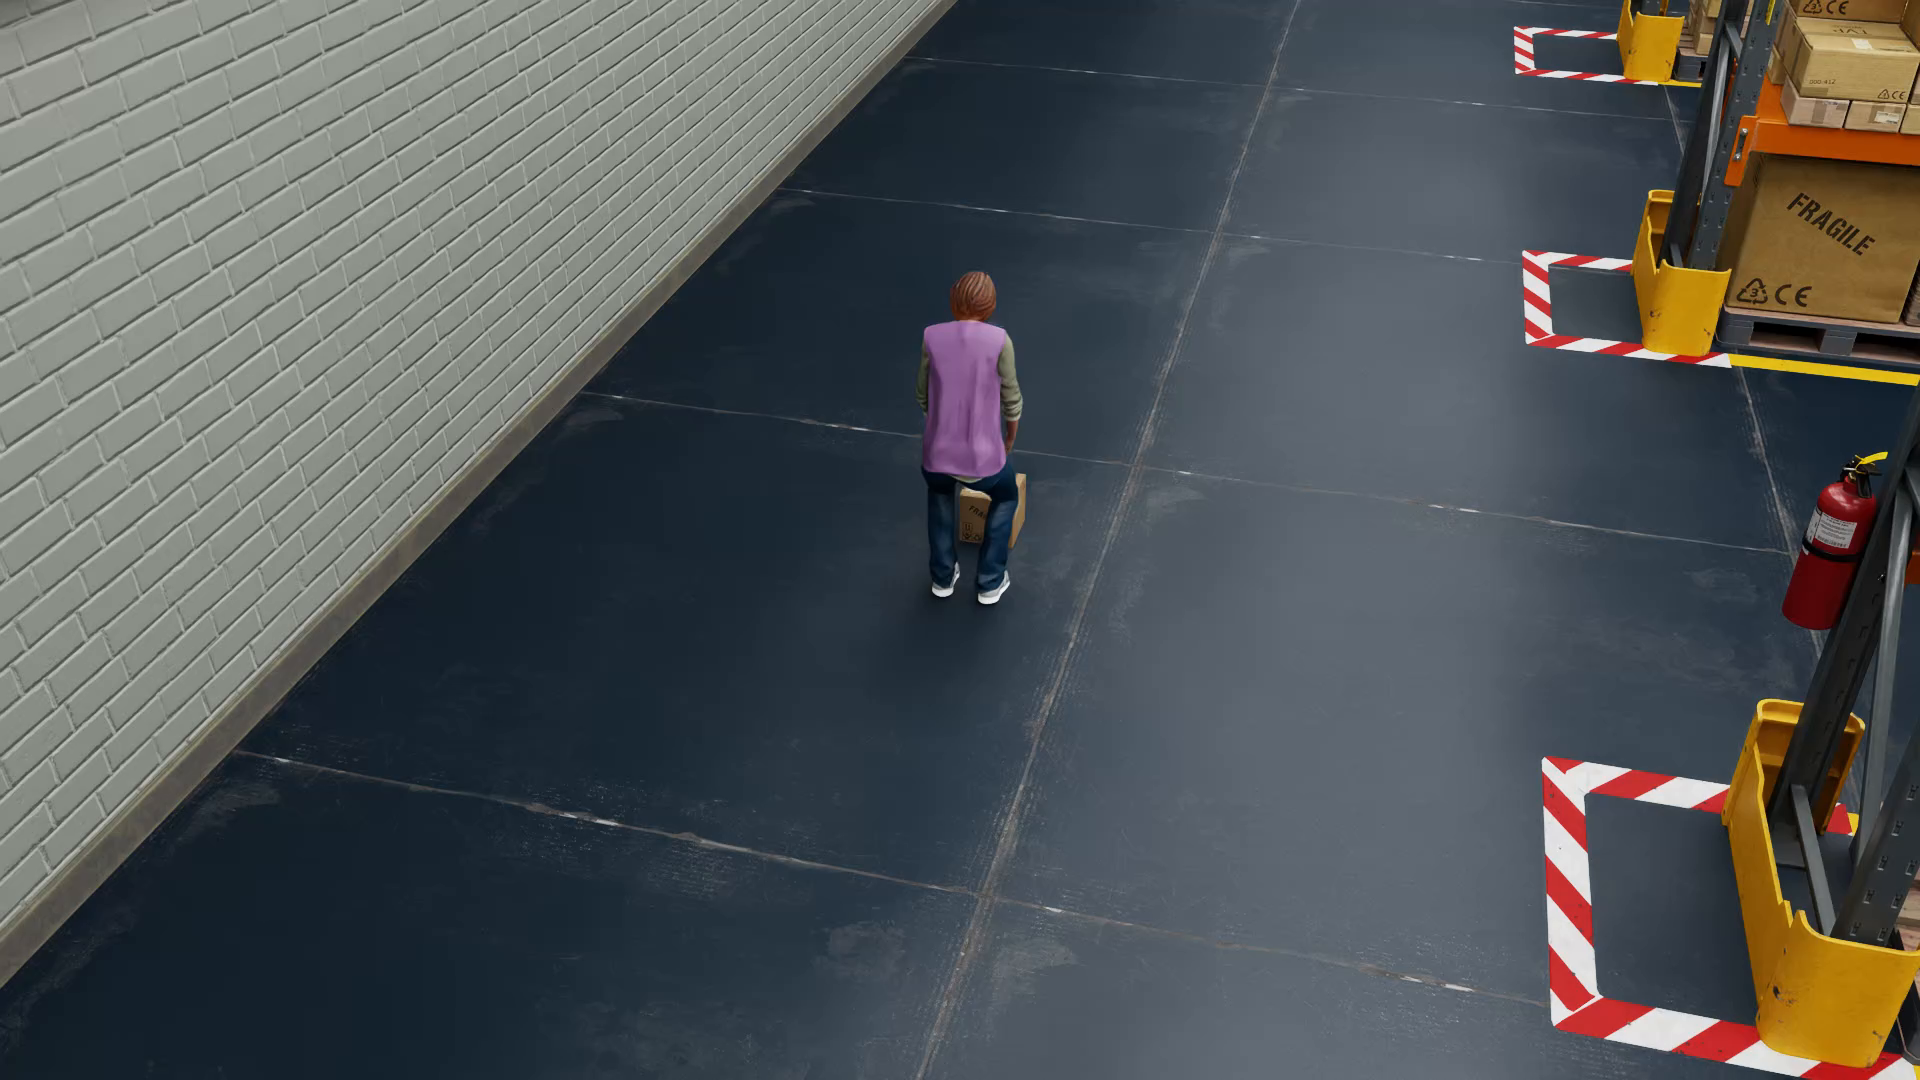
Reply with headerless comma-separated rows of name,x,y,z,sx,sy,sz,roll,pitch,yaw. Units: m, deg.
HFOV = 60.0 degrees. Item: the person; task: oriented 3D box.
person,-0.002,-0.295,6.922,0.458,1.252,0.445,9,34,13
